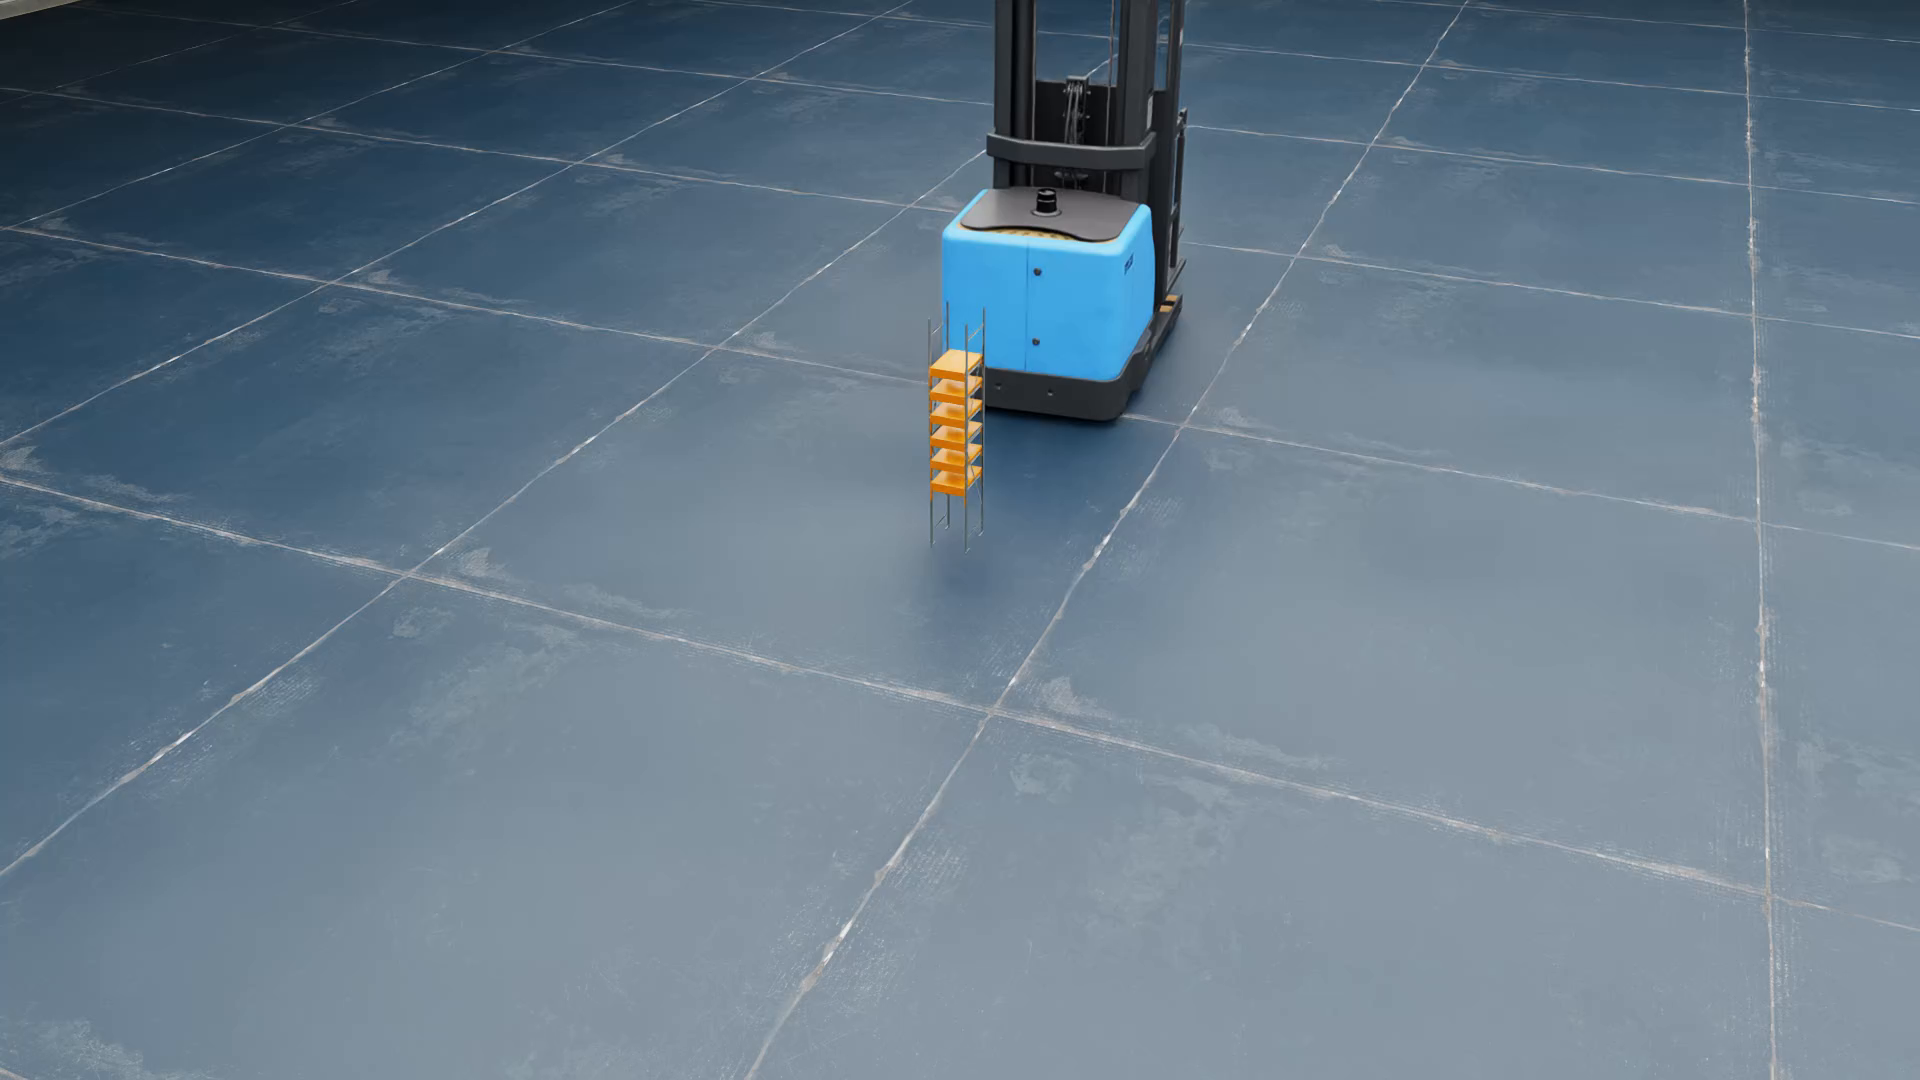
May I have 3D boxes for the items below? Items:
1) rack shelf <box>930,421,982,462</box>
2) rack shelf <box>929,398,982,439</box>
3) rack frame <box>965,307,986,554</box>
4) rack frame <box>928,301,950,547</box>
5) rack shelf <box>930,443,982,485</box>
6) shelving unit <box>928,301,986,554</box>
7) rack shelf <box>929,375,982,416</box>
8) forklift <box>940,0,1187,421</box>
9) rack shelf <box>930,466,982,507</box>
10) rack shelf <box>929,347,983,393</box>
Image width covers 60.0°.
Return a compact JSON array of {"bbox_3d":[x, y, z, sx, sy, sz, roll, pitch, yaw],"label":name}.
[{"bbox_3d":[-0.013,-0.486,7.981,0.180,0.103,0.258,11,31,19],"label":"rack shelf"},{"bbox_3d":[-0.013,-0.591,7.922,0.180,0.103,0.258,11,31,19],"label":"rack shelf"},{"bbox_3d":[0.071,-0.508,7.930,0.006,1.200,0.240,11,31,19],"label":"rack frame"},{"bbox_3d":[-0.098,-0.542,7.989,0.006,1.200,0.240,11,31,19],"label":"rack frame"},{"bbox_3d":[-0.013,-0.382,8.040,0.180,0.103,0.258,11,31,19],"label":"rack shelf"},{"bbox_3d":[-0.013,-0.525,7.959,0.189,1.200,0.258,11,31,19],"label":"shelving unit"},{"bbox_3d":[-0.013,-0.695,7.863,0.180,0.103,0.258,11,31,19],"label":"rack shelf"},{"bbox_3d":[0.808,-2.654,9.966,1.130,2.935,3.031,9,31,15],"label":"forklift"},{"bbox_3d":[-0.013,-0.277,8.099,0.180,0.103,0.258,11,31,19],"label":"rack shelf"},{"bbox_3d":[-0.013,-0.800,7.804,0.180,0.103,0.258,11,31,19],"label":"rack shelf"}]
